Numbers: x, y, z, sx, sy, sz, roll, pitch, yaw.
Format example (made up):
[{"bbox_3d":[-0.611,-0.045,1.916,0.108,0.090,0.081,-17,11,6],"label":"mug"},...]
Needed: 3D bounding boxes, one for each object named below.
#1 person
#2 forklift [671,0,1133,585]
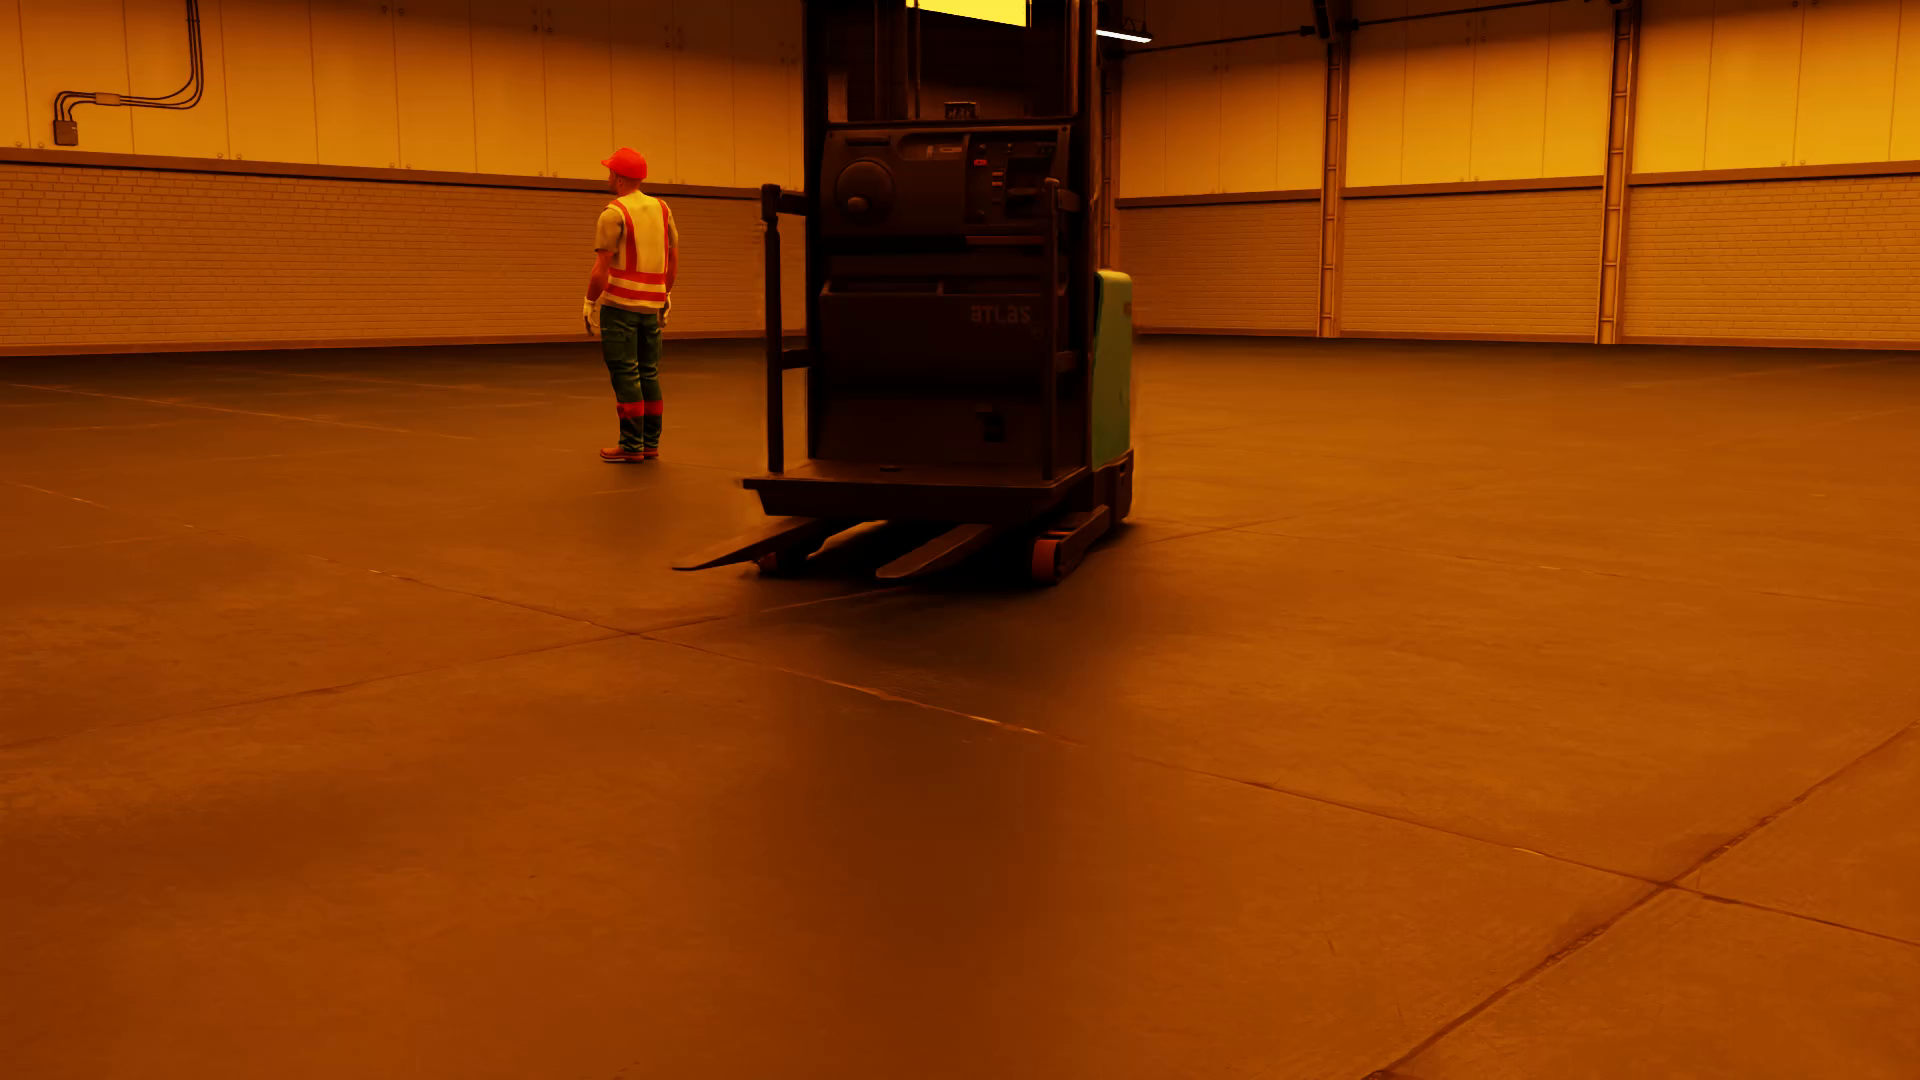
[{"bbox_3d":[-1.958,-1.356,9.662,0.564,1.787,0.637,7,11,37],"label":"person"},{"bbox_3d":[-0.110,-1.356,5.876,1.130,2.935,3.031,2,9,14],"label":"forklift"}]
